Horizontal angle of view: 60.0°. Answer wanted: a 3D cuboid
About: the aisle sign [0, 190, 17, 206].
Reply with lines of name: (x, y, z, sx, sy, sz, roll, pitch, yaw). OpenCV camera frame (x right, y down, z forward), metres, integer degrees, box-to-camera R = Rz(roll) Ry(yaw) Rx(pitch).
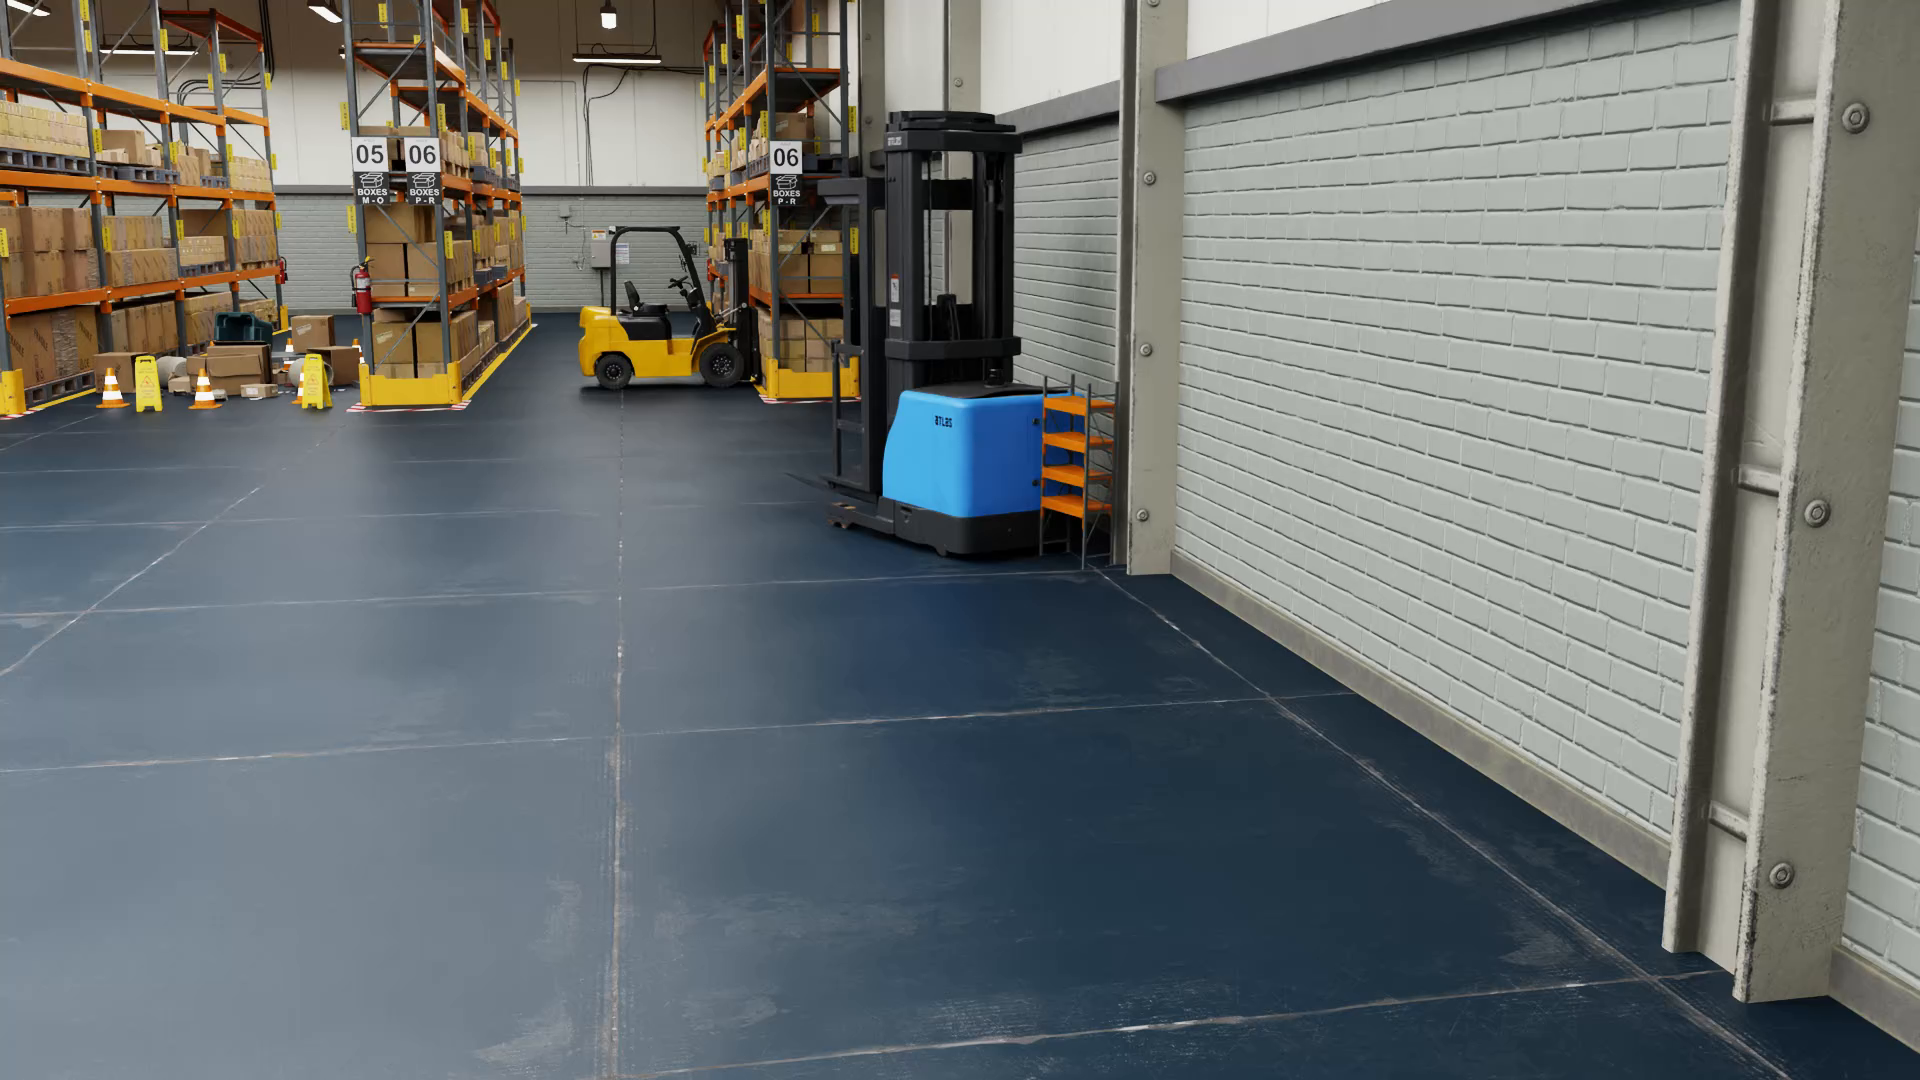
aisle sign: (-19.320, -7.028, 33.645, 0.394, 0.787, 0.004, -2, 11, -11)

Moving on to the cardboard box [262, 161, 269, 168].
cardboard box: (-14.363, -7.679, 33.997, 0.380, 0.149, 0.250, -2, 11, -12)

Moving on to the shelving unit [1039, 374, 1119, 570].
shelving unit: (0.771, -0.451, 10.825, 0.258, 1.200, 0.503, -6, 14, -31)

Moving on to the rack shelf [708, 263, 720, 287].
rack shelf: (-4.623, -5.548, 34.746, 1.077, 0.370, 4.000, -2, 11, -11)

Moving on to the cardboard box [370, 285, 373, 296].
cardboard box: (-7.208, -3.132, 20.803, 0.380, 0.149, 0.250, -2, 11, -12)

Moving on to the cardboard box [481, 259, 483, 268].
cardboard box: (-7.569, -4.271, 25.664, 0.380, 0.149, 0.250, -2, 11, -11)

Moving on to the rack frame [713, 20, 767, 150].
rack frame: (-4.234, -8.482, 32.191, 1.000, 3.000, 0.127, -2, 11, -11)

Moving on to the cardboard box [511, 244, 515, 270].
cardboard box: (-8.936, -5.498, 32.293, 0.500, 0.500, 0.500, -2, 11, -9)

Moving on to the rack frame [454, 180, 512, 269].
rack frame: (-9.102, -5.353, 31.800, 1.000, 3.000, 0.127, -2, 11, -11)

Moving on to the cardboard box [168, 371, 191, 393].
cardboard box: (-10.241, -2.096, 21.999, 0.396, 0.266, 0.258, 0, 11, -1)

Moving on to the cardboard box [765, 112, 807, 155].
cardboard box: (-2.225, -5.184, 21.230, 0.500, 0.500, 0.500, -2, 11, -9)

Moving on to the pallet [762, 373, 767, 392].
pallet: (-2.089, -2.103, 22.178, 1.003, 0.211, 1.213, -2, 11, -11)

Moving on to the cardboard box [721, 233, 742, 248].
cardboard box: (-3.954, -5.351, 30.386, 0.797, 0.503, 0.637, -2, 11, -12)

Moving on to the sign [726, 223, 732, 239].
sign: (-3.986, -5.309, 28.684, 0.100, 0.325, 0.005, -2, 11, -11)

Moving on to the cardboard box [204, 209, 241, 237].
cardboard box: (-13.786, -5.933, 31.108, 0.500, 0.500, 0.500, -2, 11, -10)

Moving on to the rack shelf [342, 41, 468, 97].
rack shelf: (-7.157, -6.111, 21.671, 1.077, 0.370, 4.000, -2, 11, -11)

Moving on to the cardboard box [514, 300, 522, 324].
cardboard box: (-9.293, -4.584, 33.488, 0.875, 0.438, 0.875, -2, 11, -13)

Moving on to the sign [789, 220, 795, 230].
sign: (-2.912, -5.390, 28.899, 0.100, 0.325, 0.005, -2, 11, -11)

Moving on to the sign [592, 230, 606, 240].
sign: (-9.005, -7.612, 41.456, 0.339, 0.242, 0.001, -2, 11, -11)

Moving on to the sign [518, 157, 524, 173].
sign: (-9.345, -7.974, 35.389, 0.100, 0.325, 0.005, -2, 11, -11)

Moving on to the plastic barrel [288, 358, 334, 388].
plastic barrel: (-8.655, -2.211, 22.179, 0.512, 0.421, 0.421, 6, 12, 28)

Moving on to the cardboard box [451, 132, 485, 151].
cardboard box: (-7.373, -5.951, 24.857, 0.500, 0.250, 0.500, -2, 11, -12)

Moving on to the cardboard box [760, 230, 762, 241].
cardboard box: (-2.523, -4.136, 22.607, 0.380, 0.149, 0.250, -2, 11, -10)

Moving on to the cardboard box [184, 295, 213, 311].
cardboard box: (-13.239, -4.087, 28.705, 0.500, 0.250, 0.500, -2, 11, -11)

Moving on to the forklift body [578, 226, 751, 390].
forklift body: (-4.058, -3.198, 22.747, 2.313, 2.155, 1.214, -2, 11, -11)

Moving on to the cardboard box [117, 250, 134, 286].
cardboard box: (-12.319, -3.935, 24.083, 0.500, 0.500, 0.500, -2, 11, -11)

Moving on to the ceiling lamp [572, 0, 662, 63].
ceiling lamp: (-7.817, -12.490, 37.638, 2.000, 3.185, 0.800, -2, 11, -11)

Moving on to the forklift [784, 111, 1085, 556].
forklift: (-0.341, -1.563, 12.071, 1.130, 2.935, 3.031, -7, 13, -31)

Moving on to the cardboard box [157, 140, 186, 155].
cardboard box: (-13.156, -6.544, 27.719, 0.396, 0.266, 0.258, -2, 11, -11)

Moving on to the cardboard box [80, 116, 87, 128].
cardboard box: (-11.998, -5.629, 22.376, 0.380, 0.149, 0.250, -2, 11, -11)

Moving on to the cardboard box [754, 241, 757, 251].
cardboard box: (-2.719, -4.177, 23.616, 0.380, 0.149, 0.250, -2, 11, -12)

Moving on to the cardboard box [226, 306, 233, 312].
cardboard box: (-13.546, -4.007, 30.286, 0.500, 0.500, 0.500, -2, 11, -12)

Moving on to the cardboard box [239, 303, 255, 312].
cardboard box: (-13.937, -4.517, 32.319, 0.380, 0.149, 0.250, -2, 11, -10)

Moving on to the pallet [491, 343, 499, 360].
pallet: (-8.173, -3.106, 27.453, 1.003, 0.211, 1.213, -2, 11, -11)

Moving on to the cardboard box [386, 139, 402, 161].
cardboard box: (-7.132, -4.782, 20.384, 0.500, 0.250, 0.500, -2, 11, -12)

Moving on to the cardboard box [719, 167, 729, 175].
cardboard box: (-4.241, -6.790, 30.606, 0.380, 0.149, 0.250, -2, 11, -10)

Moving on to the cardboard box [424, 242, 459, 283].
cardboard box: (-6.692, -3.540, 21.208, 0.500, 0.500, 0.500, -2, 11, -9)

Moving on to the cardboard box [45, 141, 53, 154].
cardboard box: (-11.699, -4.958, 20.982, 0.380, 0.149, 0.250, -2, 11, -11)

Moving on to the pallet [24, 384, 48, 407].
pallet: (-11.836, -1.728, 20.210, 1.003, 0.211, 1.213, -2, 11, -11)

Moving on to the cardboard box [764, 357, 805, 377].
cardboard box: (-2.301, -2.264, 21.799, 0.500, 0.250, 0.500, -2, 11, -11)

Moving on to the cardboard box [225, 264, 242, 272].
cardboard box: (-13.672, -5.095, 31.116, 0.380, 0.149, 0.250, -2, 11, -9)

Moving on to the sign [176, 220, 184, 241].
sign: (-12.616, -5.011, 26.903, 0.100, 0.325, 0.005, -2, 11, -11)

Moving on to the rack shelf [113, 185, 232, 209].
rack shelf: (-13.549, -5.908, 28.616, 1.077, 0.370, 4.000, -2, 11, -11)

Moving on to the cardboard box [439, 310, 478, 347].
cardboard box: (-7.167, -3.011, 23.720, 0.500, 0.500, 0.500, -2, 11, -12)

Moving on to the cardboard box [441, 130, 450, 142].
cardboard box: (-6.665, -5.109, 21.035, 0.380, 0.149, 0.250, -2, 11, -11)

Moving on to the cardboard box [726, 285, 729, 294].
cardboard box: (-4.327, -4.856, 32.220, 0.380, 0.149, 0.250, -3, 11, -14)

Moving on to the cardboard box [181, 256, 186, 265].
cardboard box: (-13.101, -4.643, 27.615, 0.380, 0.149, 0.250, -2, 11, -8)

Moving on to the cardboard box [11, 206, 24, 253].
cardboard box: (-11.835, -3.725, 19.956, 0.875, 0.550, 0.550, -2, 11, -11)

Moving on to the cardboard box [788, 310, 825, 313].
cardboard box: (-2.194, -3.145, 23.755, 0.500, 0.250, 0.500, -2, 11, -11)

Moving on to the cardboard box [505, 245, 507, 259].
cardboard box: (-8.566, -5.267, 30.411, 0.500, 0.250, 0.500, -2, 11, -10)
